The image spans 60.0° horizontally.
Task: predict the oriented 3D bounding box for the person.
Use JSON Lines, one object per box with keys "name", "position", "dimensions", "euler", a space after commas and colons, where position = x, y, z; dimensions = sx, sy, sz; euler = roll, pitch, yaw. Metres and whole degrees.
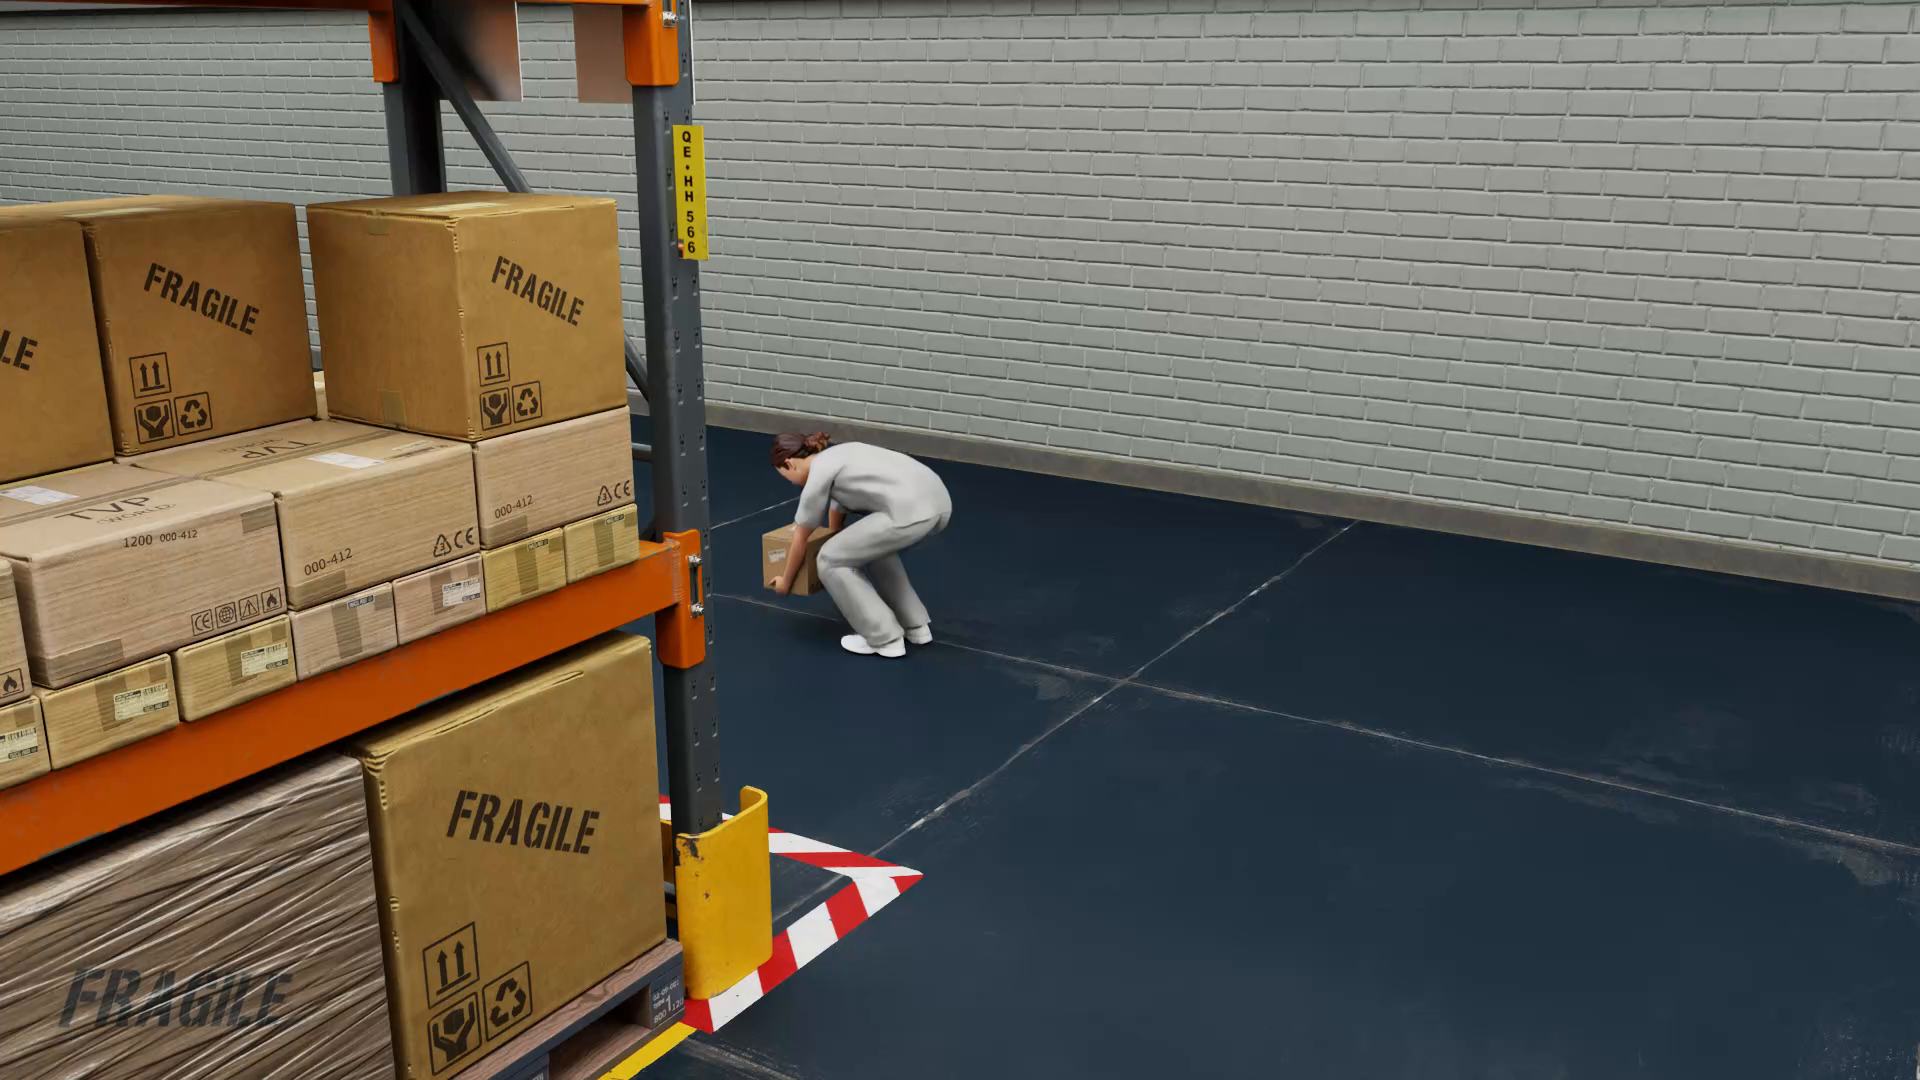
{"name": "person", "position": [-0.458, -0.009, 7.347], "dimensions": [0.859, 0.960, 0.415], "euler": [9, 18, 28]}
